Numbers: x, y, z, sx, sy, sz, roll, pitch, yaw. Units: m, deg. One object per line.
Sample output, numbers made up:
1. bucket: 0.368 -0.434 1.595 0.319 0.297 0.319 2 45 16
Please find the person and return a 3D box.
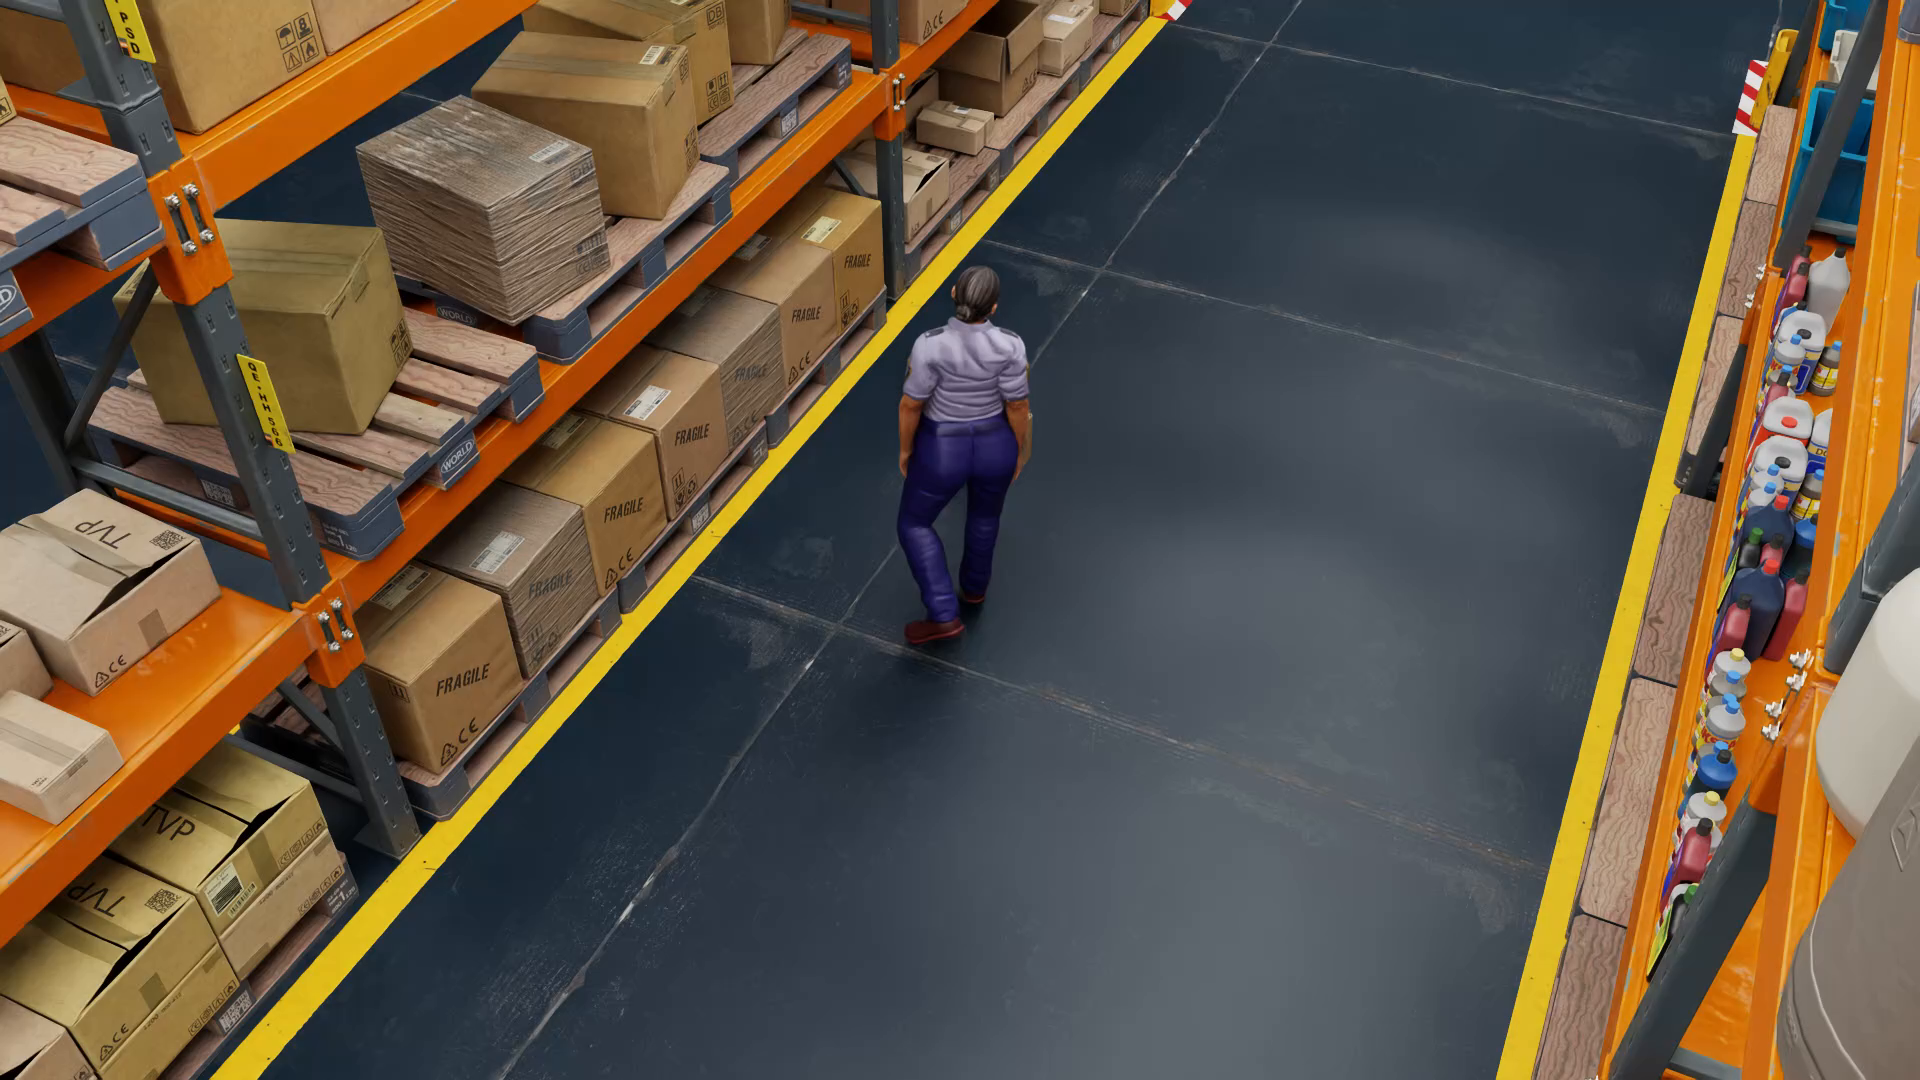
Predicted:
1. person: 0.007 -0.295 6.487 0.539 1.628 0.629 -8 43 -9
